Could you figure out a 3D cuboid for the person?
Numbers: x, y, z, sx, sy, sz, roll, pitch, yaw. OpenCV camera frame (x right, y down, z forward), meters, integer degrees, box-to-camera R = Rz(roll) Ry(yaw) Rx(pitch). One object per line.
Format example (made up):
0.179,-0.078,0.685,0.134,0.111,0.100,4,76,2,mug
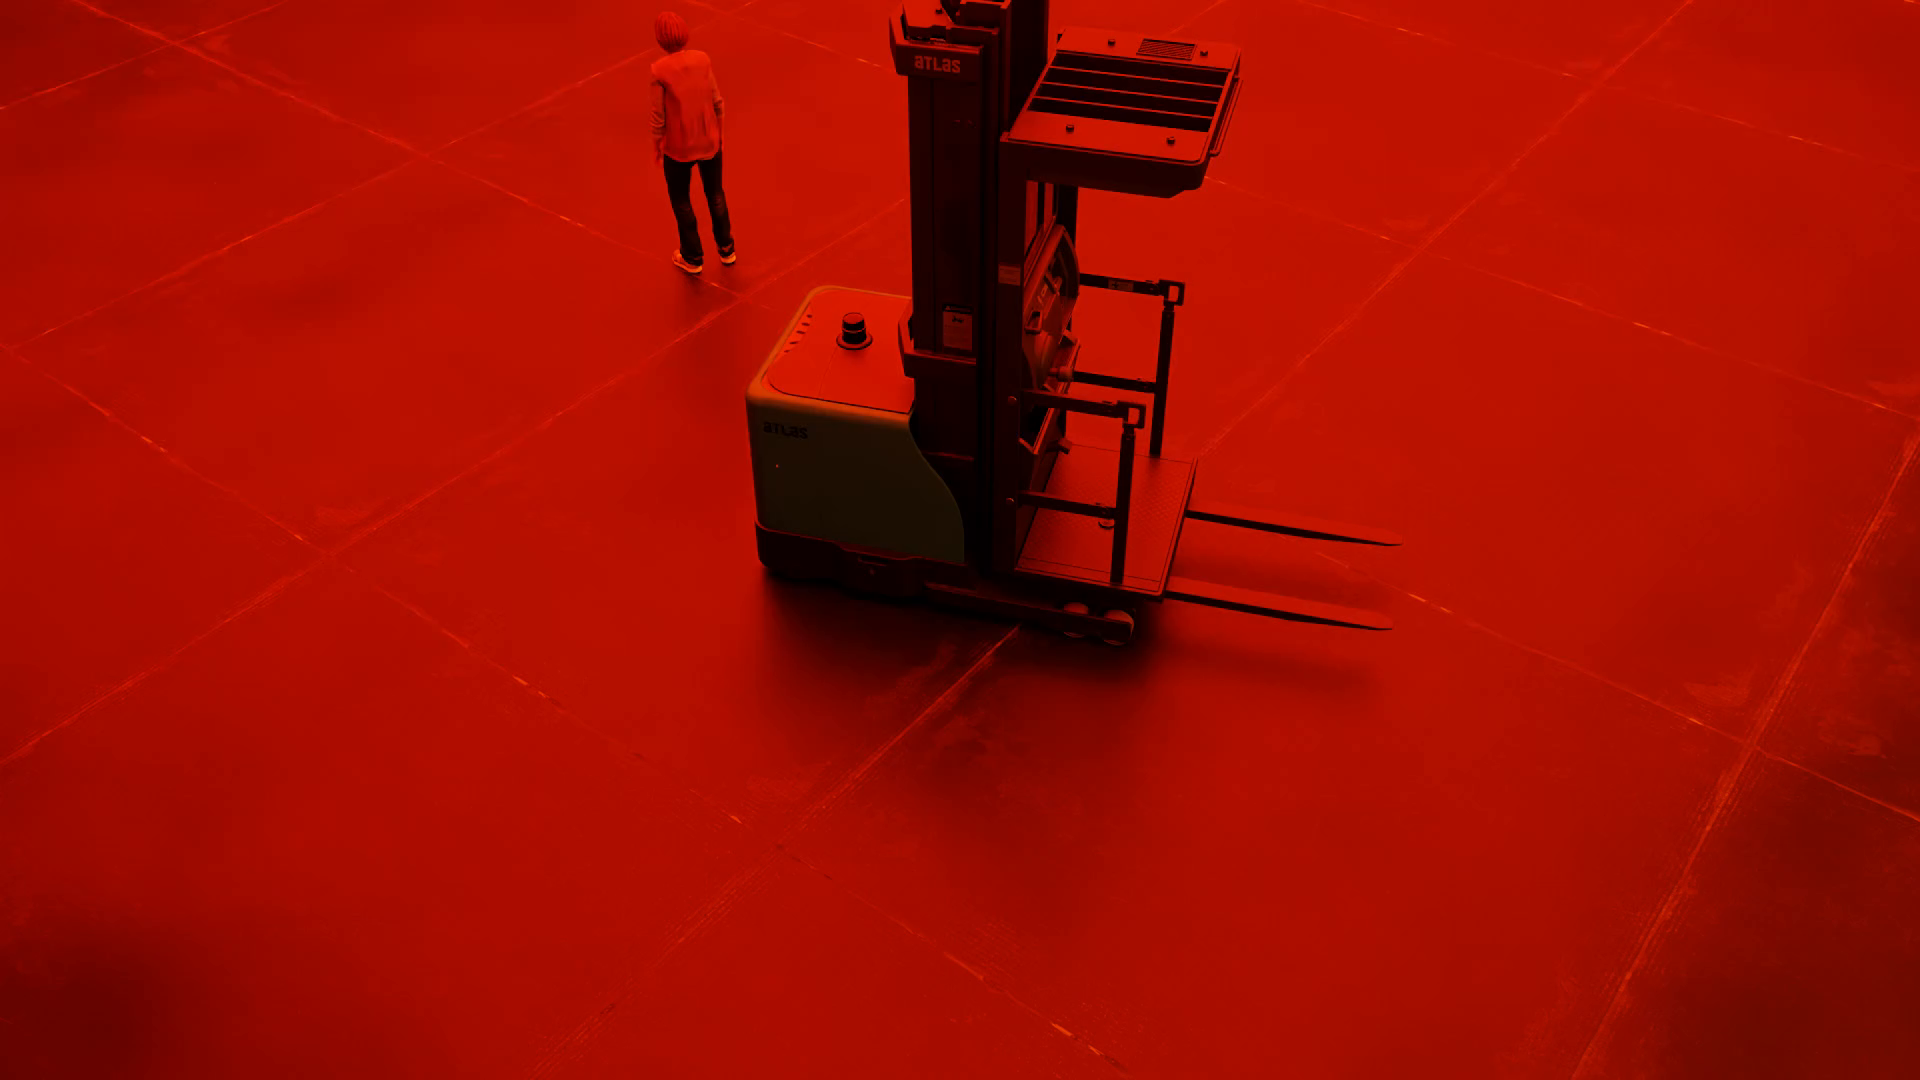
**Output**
-1.594,-2.327,9.835,0.464,1.593,0.345,-20,44,-22,person

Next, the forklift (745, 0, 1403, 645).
0.587,-1.011,7.260,3.031,2.935,1.130,10,41,12,forklift
